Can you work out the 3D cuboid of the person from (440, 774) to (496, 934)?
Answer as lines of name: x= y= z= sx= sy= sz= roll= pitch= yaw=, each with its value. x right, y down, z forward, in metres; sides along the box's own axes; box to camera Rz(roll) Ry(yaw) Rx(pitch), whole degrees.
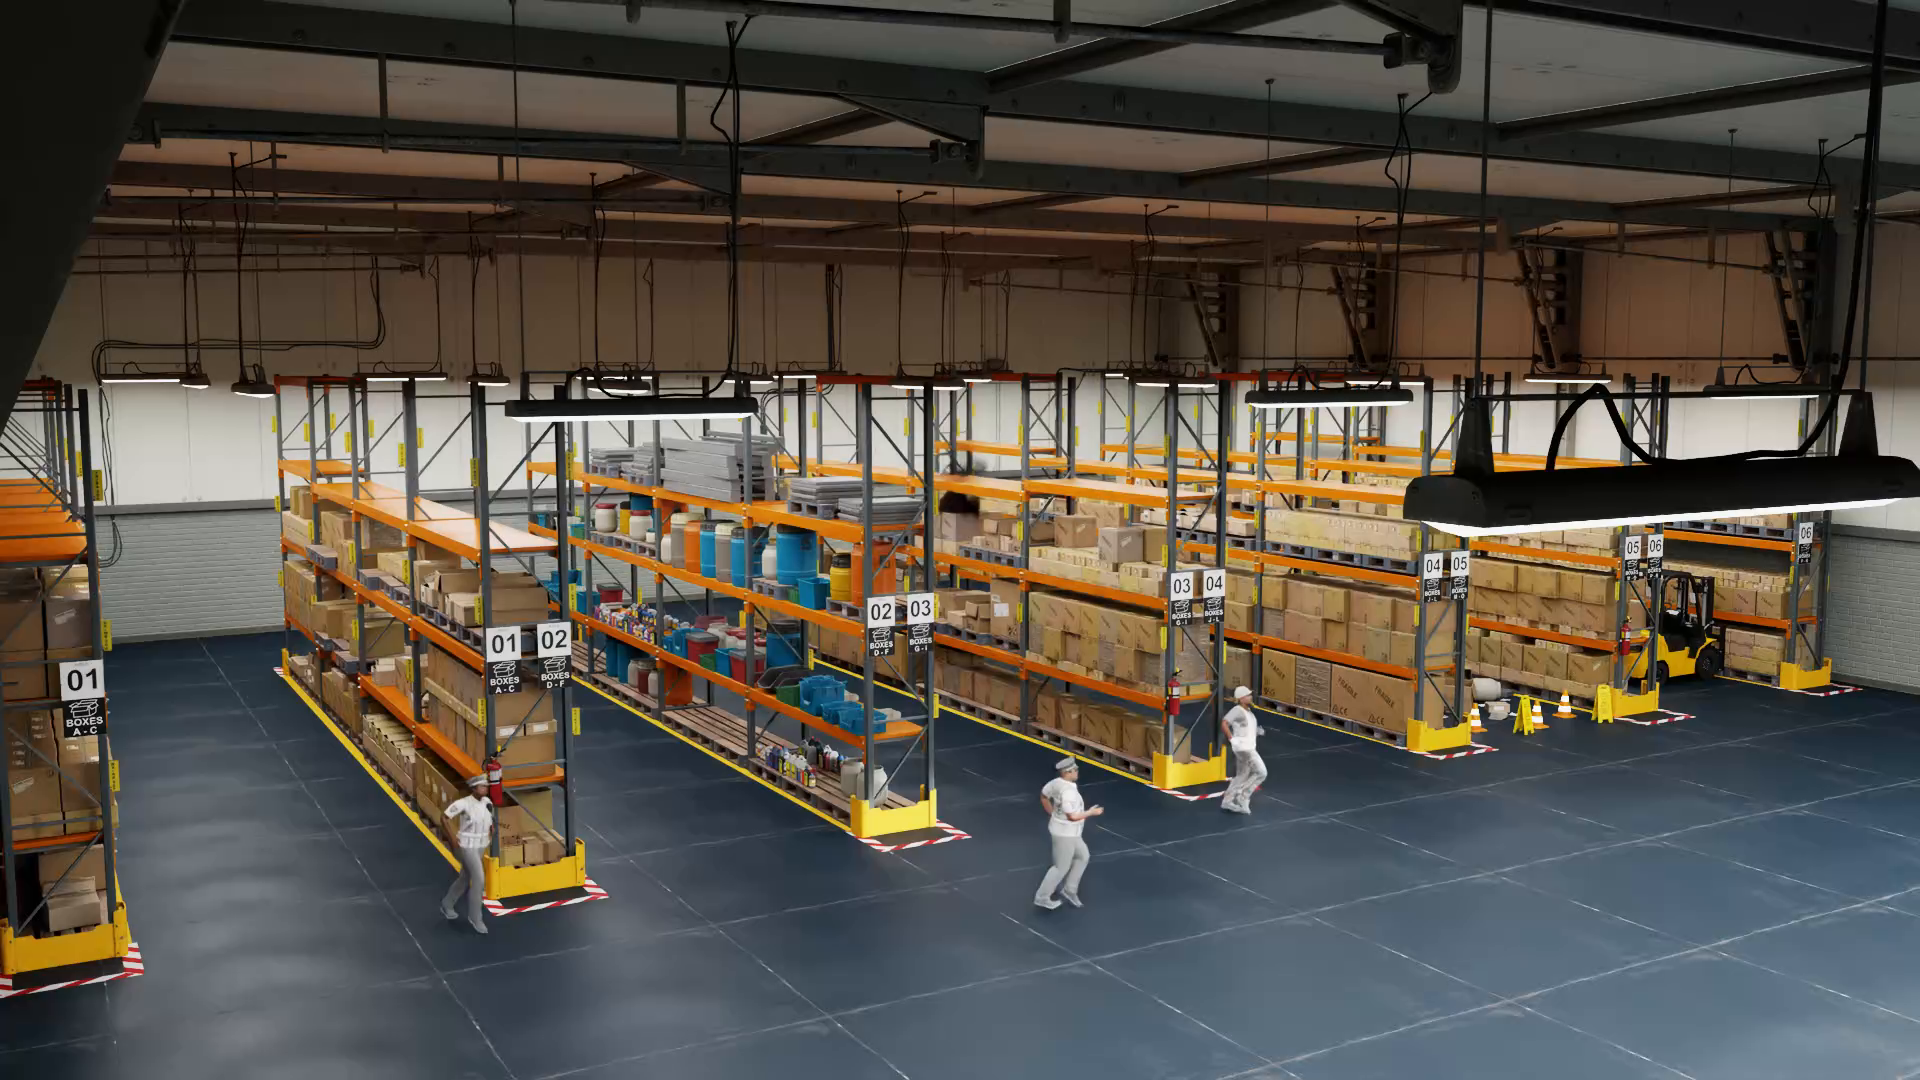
person: x=-5.475 y=3.467 z=18.654 sx=0.750 sy=1.703 sz=0.585 roll=3 pitch=7 yaw=24

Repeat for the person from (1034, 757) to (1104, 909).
person: x=1.238 y=3.383 z=19.065 sx=0.801 sy=1.827 sz=0.611 roll=0 pitch=6 yaw=-4

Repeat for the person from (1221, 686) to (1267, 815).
person: x=3.966 y=2.927 z=23.216 sx=0.641 sy=1.769 sz=0.678 roll=1 pitch=6 yaw=10
